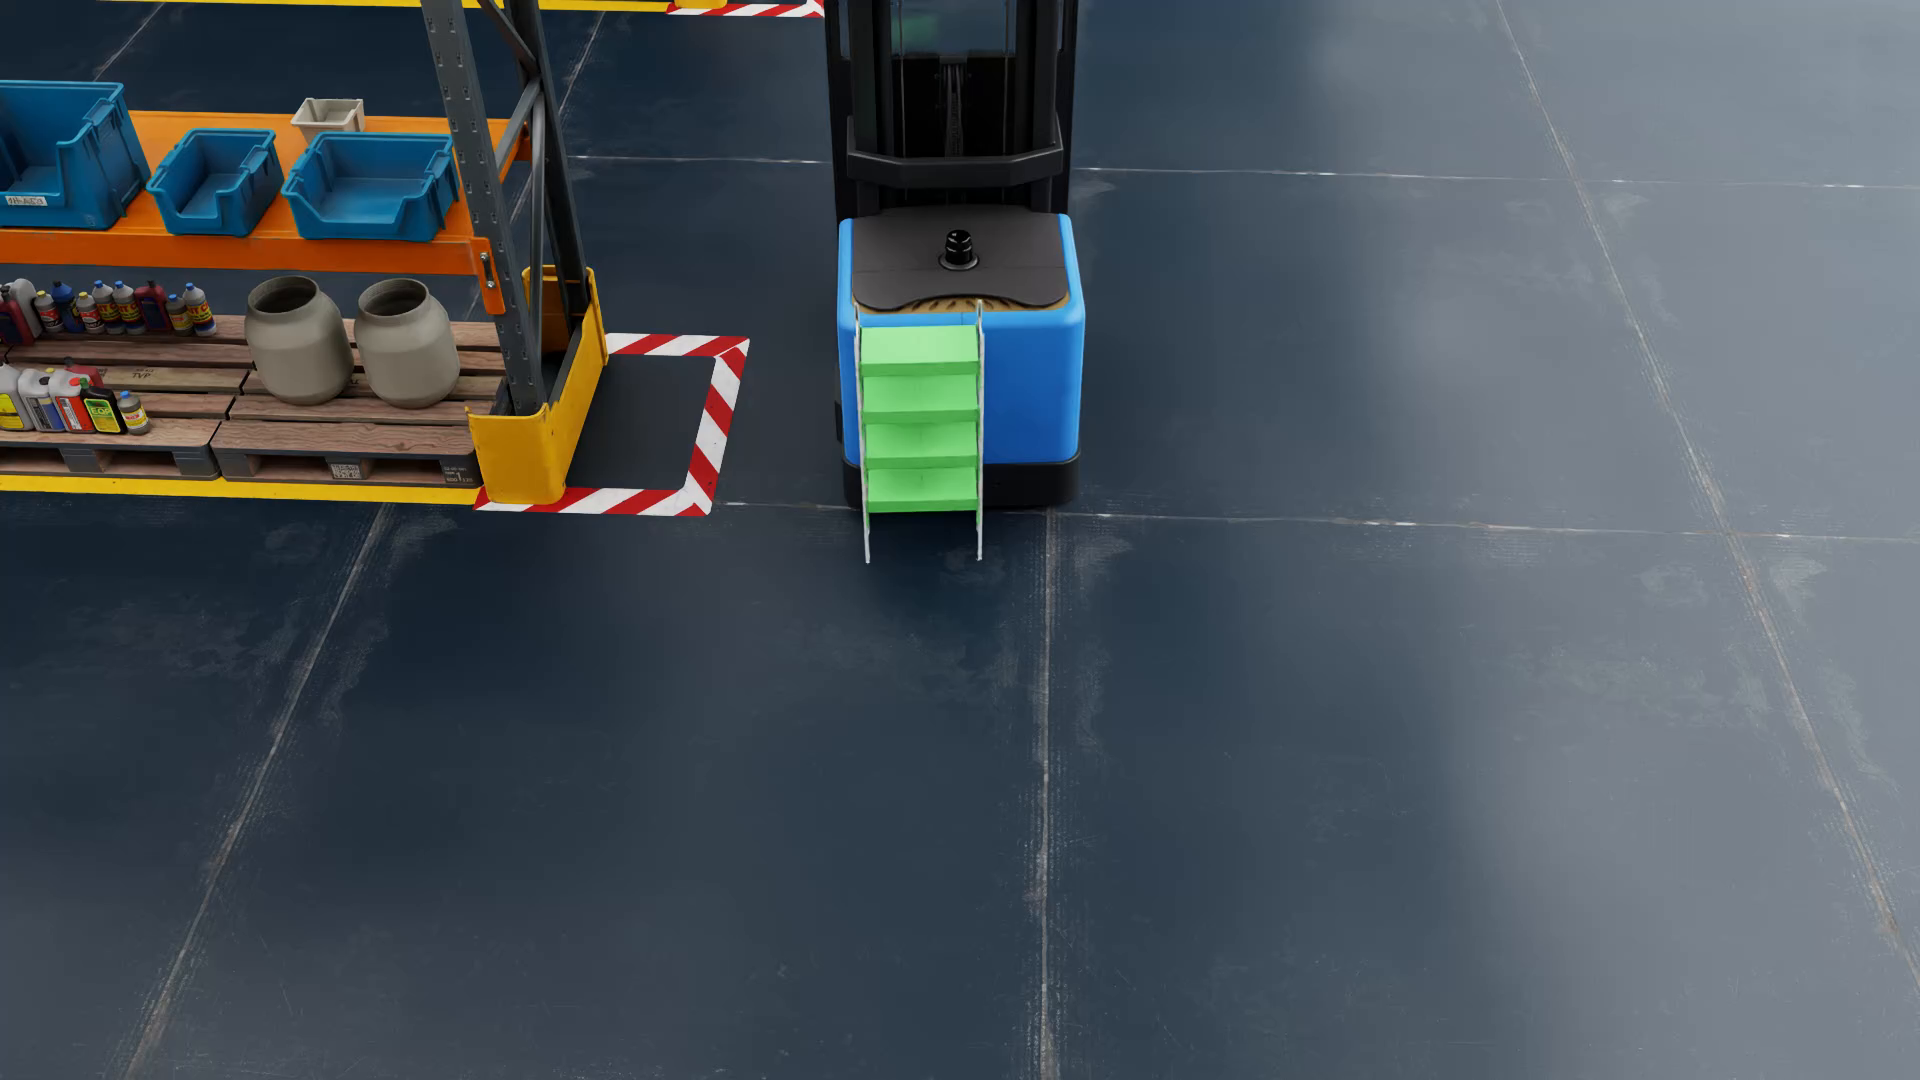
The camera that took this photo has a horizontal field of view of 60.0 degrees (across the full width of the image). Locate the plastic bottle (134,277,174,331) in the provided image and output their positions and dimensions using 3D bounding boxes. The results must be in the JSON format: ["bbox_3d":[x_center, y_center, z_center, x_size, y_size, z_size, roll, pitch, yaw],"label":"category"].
[{"bbox_3d":[-3.897,-1.141,8.030,0.133,0.283,0.061,2,43,3],"label":"plastic bottle"}]

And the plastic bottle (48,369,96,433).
[{"bbox_3d":[-3.979,-0.636,7.493,0.135,0.276,0.152,2,43,2],"label":"plastic bottle"}]

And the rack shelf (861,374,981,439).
[{"bbox_3d":[-0.162,-0.553,6.790,0.480,0.148,0.258,-2,43,-2],"label":"rack shelf"}]

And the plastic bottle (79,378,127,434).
[{"bbox_3d":[-3.846,-0.603,7.452,0.133,0.283,0.061,3,43,3],"label":"plastic bottle"}]

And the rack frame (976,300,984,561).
[{"bbox_3d":[0.082,-0.431,6.917,0.015,1.200,0.240,-2,43,-2],"label":"rack frame"}]

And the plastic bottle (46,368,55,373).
[{"bbox_3d":[-4.131,-0.698,7.614,0.097,0.201,0.097,0,43,0],"label":"plastic bottle"}]

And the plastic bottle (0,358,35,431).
[{"bbox_3d":[-4.284,-0.670,7.474,0.185,0.351,0.144,3,43,4],"label":"plastic bottle"}]

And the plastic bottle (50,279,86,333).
[{"bbox_3d":[-4.316,-1.137,8.035,0.097,0.271,0.097,0,43,0],"label":"plastic bottle"}]

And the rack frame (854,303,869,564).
[{"bbox_3d":[-0.406,-0.417,6.903,0.015,1.200,0.240,-2,43,-2],"label":"rack frame"}]

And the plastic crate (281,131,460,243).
[{"bbox_3d":[-2.388,-1.444,6.794,0.616,0.251,0.499,2,43,2],"label":"plastic crate"}]

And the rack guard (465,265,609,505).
[{"bbox_3d":[-1.952,-0.743,7.766,0.348,0.500,1.175,2,43,2],"label":"rack guard"}]

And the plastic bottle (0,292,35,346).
[{"bbox_3d":[-4.542,-1.057,7.940,0.133,0.283,0.061,2,43,2],"label":"plastic bottle"}]

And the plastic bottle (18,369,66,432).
[{"bbox_3d":[-4.118,-0.640,7.497,0.135,0.276,0.152,1,43,1],"label":"plastic bottle"}]

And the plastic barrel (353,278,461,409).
[{"bbox_3d":[-2.535,-0.899,7.616,0.421,0.512,0.421,0,43,0],"label":"plastic barrel"}]

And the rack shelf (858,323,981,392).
[{"bbox_3d":[-0.162,-0.728,6.627,0.480,0.148,0.258,-2,43,-2],"label":"rack shelf"}]

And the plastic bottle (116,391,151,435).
[{"bbox_3d":[-3.729,-0.582,7.490,0.097,0.201,0.097,0,43,0],"label":"plastic bottle"}]

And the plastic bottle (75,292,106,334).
[{"bbox_3d":[-4.213,-1.109,8.055,0.097,0.201,0.097,0,43,0],"label":"plastic bottle"}]

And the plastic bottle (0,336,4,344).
[{"bbox_3d":[-4.679,-1.067,7.950,0.133,0.283,0.061,2,43,2],"label":"plastic bottle"}]

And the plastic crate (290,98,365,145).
[{"bbox_3d":[-2.754,-1.837,7.300,0.250,0.136,0.298,2,43,2],"label":"plastic crate"}]

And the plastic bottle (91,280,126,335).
[{"bbox_3d":[-4.114,-1.131,8.028,0.097,0.271,0.097,0,43,0],"label":"plastic bottle"}]

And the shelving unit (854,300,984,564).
[{"bbox_3d":[-0.162,-0.424,6.910,0.503,1.200,0.258,-2,43,-2],"label":"shelving unit"}]

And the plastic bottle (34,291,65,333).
[{"bbox_3d":[-4.418,-1.115,8.062,0.097,0.201,0.097,0,43,0],"label":"plastic bottle"}]

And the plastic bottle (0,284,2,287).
[{"bbox_3d":[-4.700,-1.162,8.003,0.185,0.351,0.144,2,43,2],"label":"plastic bottle"}]

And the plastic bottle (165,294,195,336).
[{"bbox_3d":[-3.775,-1.095,8.041,0.097,0.201,0.097,0,43,0],"label":"plastic bottle"}]

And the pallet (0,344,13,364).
[{"bbox_3d":[-5.201,-0.741,7.975,1.213,0.211,1.003,2,43,2],"label":"pallet"}]

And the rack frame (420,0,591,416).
[{"bbox_3d":[-1.874,-1.687,6.946,0.127,3.000,1.000,2,43,2],"label":"rack frame"}]

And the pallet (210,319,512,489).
[{"bbox_3d":[-2.764,-0.666,7.895,1.213,0.211,1.003,2,43,2],"label":"pallet"}]

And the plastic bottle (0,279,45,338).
[{"bbox_3d":[-4.537,-1.127,8.020,0.135,0.276,0.152,2,43,3],"label":"plastic bottle"}]

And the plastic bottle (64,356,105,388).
[{"bbox_3d":[-3.975,-0.711,7.568,0.133,0.283,0.061,2,43,2],"label":"plastic bottle"}]

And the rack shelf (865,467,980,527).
[{"bbox_3d":[-0.162,-0.202,7.117,0.480,0.148,0.258,-2,43,-2],"label":"rack shelf"}]

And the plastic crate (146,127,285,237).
[{"bbox_3d":[-3.036,-1.468,6.820,0.408,0.251,0.499,2,43,2],"label":"plastic crate"}]

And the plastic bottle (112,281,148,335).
[{"bbox_3d":[-4.014,-1.128,8.025,0.097,0.271,0.097,0,43,0],"label":"plastic bottle"}]

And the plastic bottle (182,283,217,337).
[{"bbox_3d":[-3.672,-1.118,8.013,0.097,0.271,0.097,0,43,0],"label":"plastic bottle"}]

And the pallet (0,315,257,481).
[{"bbox_3d":[-3.979,-0.705,7.937,1.213,0.211,1.003,2,43,2],"label":"pallet"}]

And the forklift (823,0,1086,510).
[{"bbox_3d":[-0.049,-2.195,7.541,1.130,2.935,3.031,-2,43,-2],"label":"forklift"}]

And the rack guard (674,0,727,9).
[{"bbox_3d":[-1.727,-4.147,11.421,0.348,0.500,1.175,2,43,2],"label":"rack guard"}]

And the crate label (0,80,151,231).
[{"bbox_3d":[-3.725,-1.572,6.797,0.616,0.435,0.502,2,43,2],"label":"crate label"}]

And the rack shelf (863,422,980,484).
[{"bbox_3d":[-0.162,-0.377,6.954,0.480,0.148,0.258,-2,43,-2],"label":"rack shelf"}]

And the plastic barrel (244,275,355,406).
[{"bbox_3d":[-3.036,-0.914,7.633,0.421,0.512,0.421,0,43,0],"label":"plastic barrel"}]

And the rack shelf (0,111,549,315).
[{"bbox_3d":[-3.872,-1.485,7.257,4.000,0.370,1.077,2,43,2],"label":"rack shelf"}]
